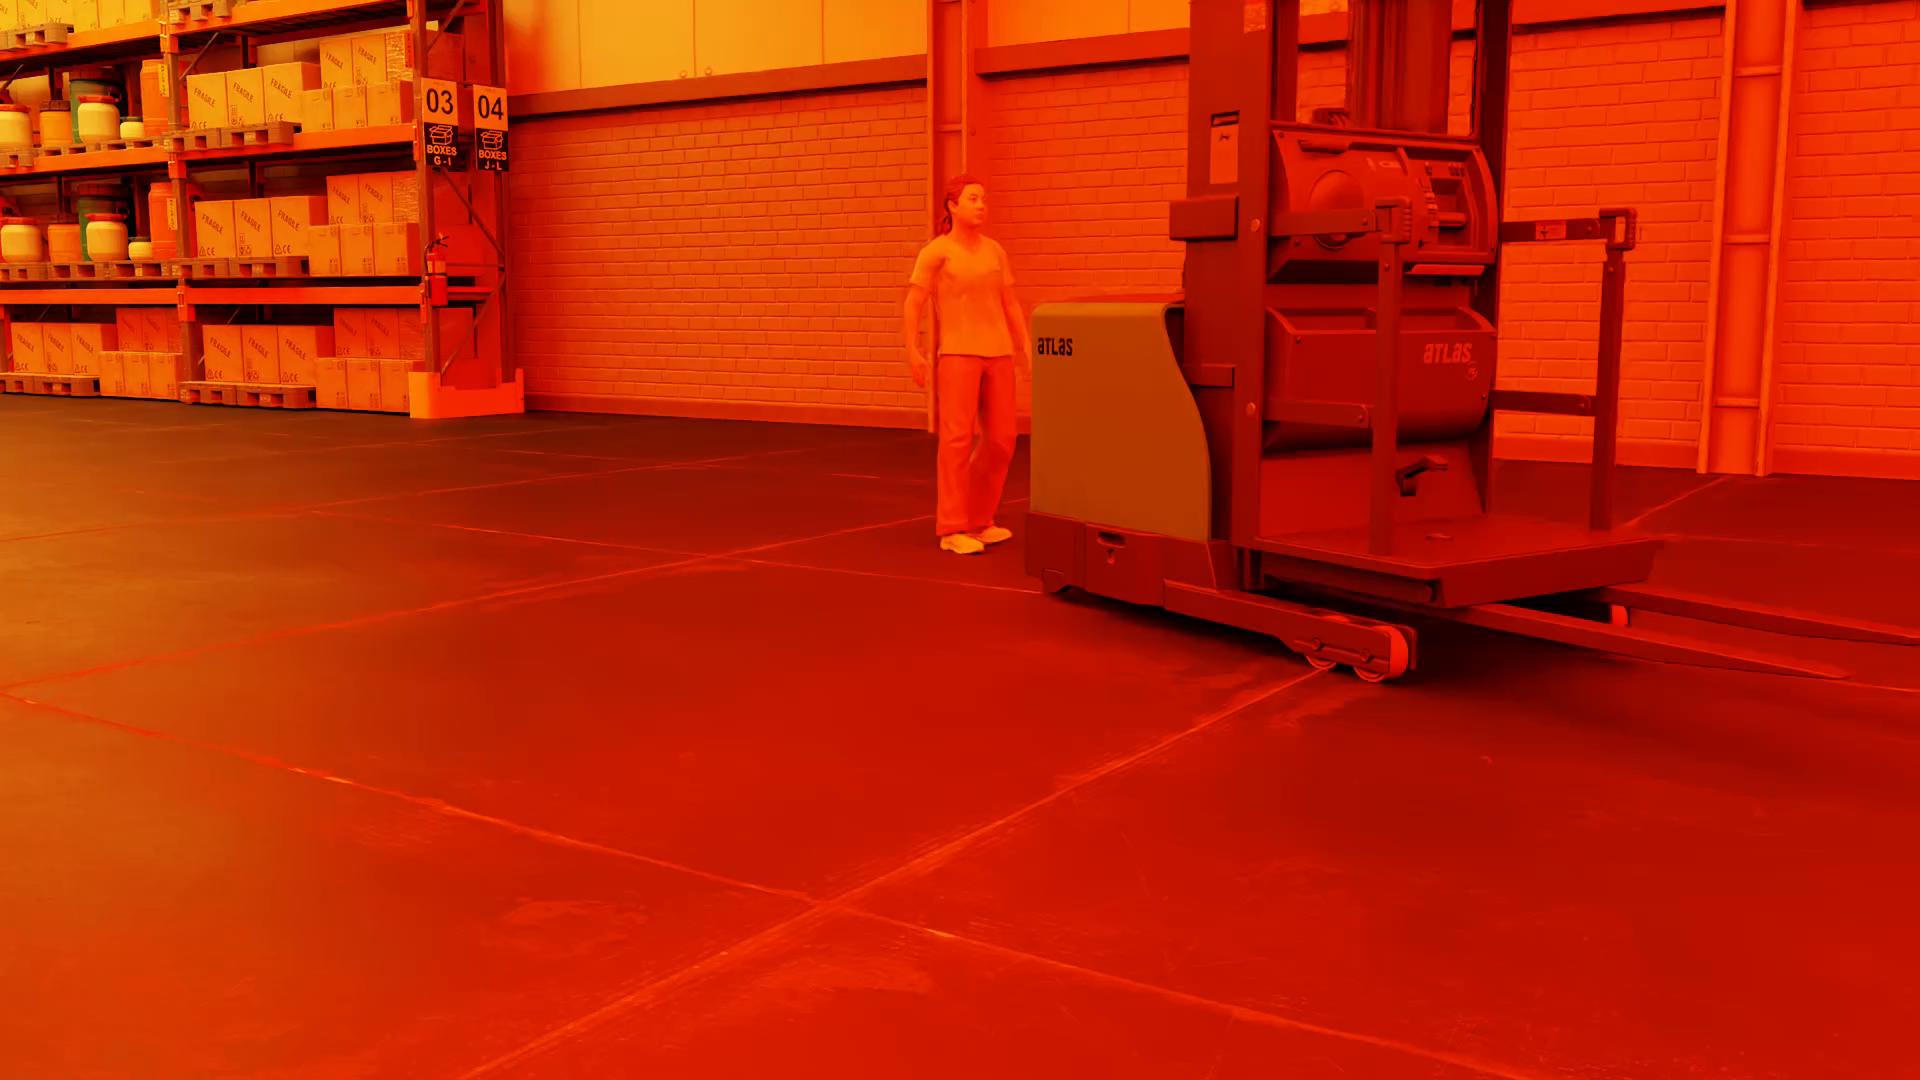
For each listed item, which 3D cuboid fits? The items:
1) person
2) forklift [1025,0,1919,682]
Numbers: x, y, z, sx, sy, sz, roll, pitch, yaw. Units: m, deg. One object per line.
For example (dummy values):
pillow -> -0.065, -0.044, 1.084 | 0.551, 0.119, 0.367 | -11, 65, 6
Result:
person -> 0.078, -0.785, 7.356 | 0.606, 1.645, 0.608 | -4, 9, -28
forklift -> 1.467, -1.119, 5.064 | 1.130, 2.935, 3.031 | -5, 10, -33
